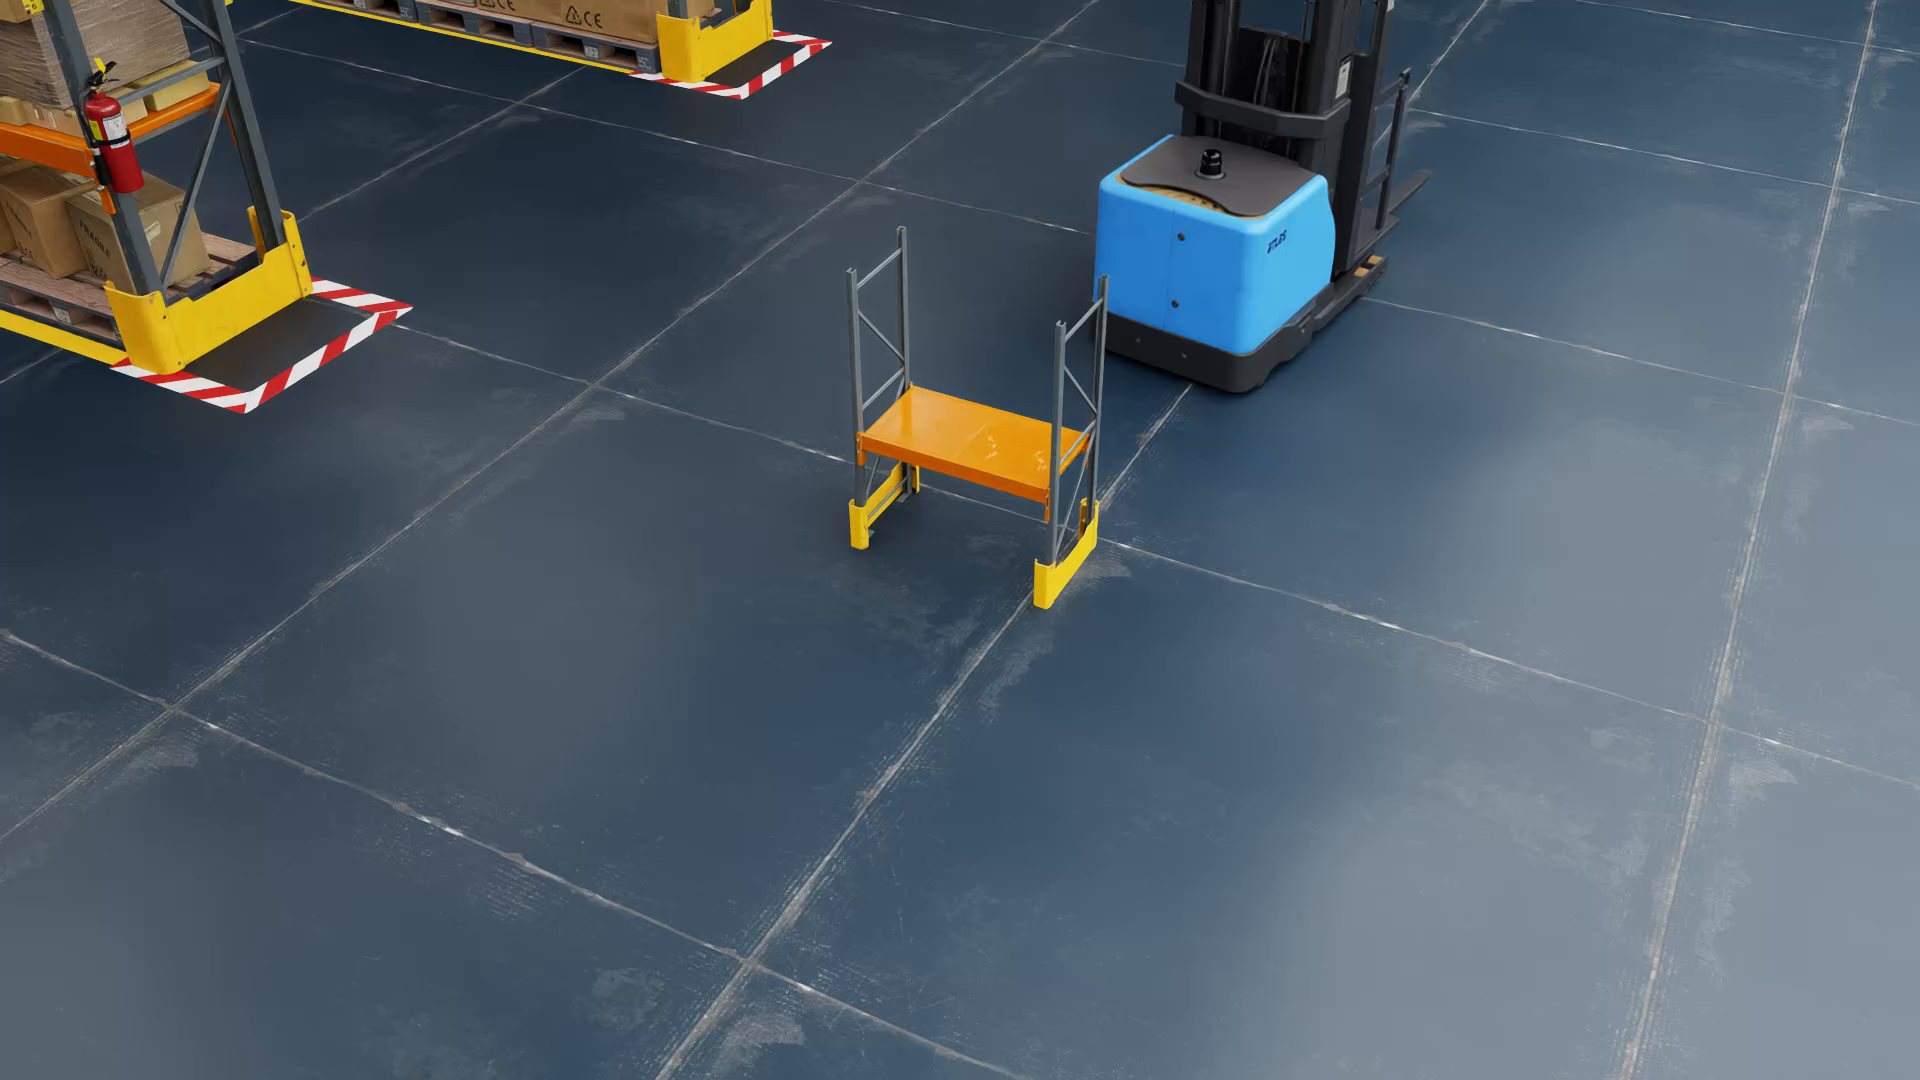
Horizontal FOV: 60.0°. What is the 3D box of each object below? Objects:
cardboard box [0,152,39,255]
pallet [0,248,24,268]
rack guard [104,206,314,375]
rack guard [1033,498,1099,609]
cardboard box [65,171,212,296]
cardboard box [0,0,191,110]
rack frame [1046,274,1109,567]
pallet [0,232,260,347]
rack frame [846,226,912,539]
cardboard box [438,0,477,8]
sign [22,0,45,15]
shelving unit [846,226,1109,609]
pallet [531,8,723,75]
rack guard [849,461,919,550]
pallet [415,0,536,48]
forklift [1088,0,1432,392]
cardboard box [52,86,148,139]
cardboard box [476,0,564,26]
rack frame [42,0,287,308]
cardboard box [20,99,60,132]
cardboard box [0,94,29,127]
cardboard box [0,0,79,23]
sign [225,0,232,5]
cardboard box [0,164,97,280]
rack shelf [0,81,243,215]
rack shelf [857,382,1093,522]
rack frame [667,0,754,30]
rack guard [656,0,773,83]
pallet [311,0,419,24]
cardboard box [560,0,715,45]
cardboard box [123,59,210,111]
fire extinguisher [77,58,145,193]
[{"bbox_3d":[-5.969,-2.149,10.321,0.500,0.500,0.500,21,42,26],"label":"cardboard box"},{"bbox_3d":[-6.181,-1.958,10.655,1.213,0.211,1.003,17,41,21],"label":"pallet"},{"bbox_3d":[-4.396,-1.489,9.798,0.348,0.500,1.175,17,41,21],"label":"rack guard"},{"bbox_3d":[0.510,0.060,7.964,0.087,0.250,0.587,17,41,21],"label":"rack guard"},{"bbox_3d":[-4.875,-1.817,9.883,0.500,0.500,0.500,25,44,29],"label":"cardboard box"},{"bbox_3d":[-4.804,-2.789,9.115,0.500,0.500,0.875,17,41,21],"label":"cardboard box"},{"bbox_3d":[0.527,-0.432,7.579,0.032,1.500,0.500,17,41,21],"label":"rack frame"},{"bbox_3d":[-5.101,-1.618,10.208,1.213,0.211,1.003,17,41,21],"label":"pallet"},{"bbox_3d":[-0.376,-0.715,7.951,0.032,1.500,0.500,17,41,21],"label":"rack frame"},{"bbox_3d":[-4.181,-5.070,13.858,0.875,0.875,0.875,18,41,22],"label":"cardboard box"},{"bbox_3d":[-4.602,-2.758,8.183,0.005,0.325,0.100,17,41,21],"label":"sign"},{"bbox_3d":[0.068,-0.576,7.769,1.083,1.500,0.587,17,41,21],"label":"shelving unit"},{"bbox_3d":[-2.704,-4.168,13.566,1.213,0.211,1.003,17,41,21],"label":"pallet"},{"bbox_3d":[-0.375,-0.217,8.329,0.087,0.250,0.587,17,41,21],"label":"rack guard"},{"bbox_3d":[-3.783,-4.507,14.014,1.213,0.211,1.003,17,41,21],"label":"pallet"},{"bbox_3d":[2.009,-2.830,9.554,1.130,2.935,3.031,23,43,27],"label":"forklift"},{"bbox_3d":[-4.677,-2.331,9.048,0.250,0.149,0.380,17,41,21],"label":"cardboard box"},{"bbox_3d":[-3.373,-4.816,13.523,0.875,0.875,0.875,17,40,21],"label":"cardboard box"},{"bbox_3d":[-4.329,-2.463,9.014,0.127,3.000,1.000,17,41,21],"label":"rack frame"},{"bbox_3d":[-4.898,-2.401,9.140,0.250,0.149,0.380,17,41,21],"label":"cardboard box"},{"bbox_3d":[-5.144,-2.443,9.196,0.250,0.149,0.380,17,41,21],"label":"cardboard box"},{"bbox_3d":[-4.931,-3.040,8.618,0.500,0.500,0.500,17,41,21],"label":"cardboard box"},{"bbox_3d":[-4.079,-3.099,9.136,0.005,0.325,0.100,17,41,21],"label":"sign"},{"bbox_3d":[-5.422,-1.965,10.078,0.500,0.500,0.500,29,46,33],"label":"cardboard box"},{"bbox_3d":[-6.105,-2.733,9.964,4.000,0.370,1.077,17,41,21],"label":"rack shelf"},{"bbox_3d":[0.076,-0.430,7.874,1.000,0.185,0.538,17,41,21],"label":"rack shelf"},{"bbox_3d":[-1.958,-5.098,12.485,0.127,3.000,1.000,17,41,21],"label":"rack frame"},{"bbox_3d":[-1.937,-4.096,13.232,0.348,0.500,1.175,17,41,21],"label":"rack guard"},{"bbox_3d":[-4.871,-4.846,14.460,1.213,0.211,1.003,17,41,21],"label":"pallet"},{"bbox_3d":[-2.590,-4.572,13.202,0.875,0.875,0.875,18,41,22],"label":"cardboard box"},{"bbox_3d":[-4.472,-2.570,9.363,0.250,0.149,0.380,17,41,21],"label":"cardboard box"},{"bbox_3d":[-4.439,-2.153,8.670,0.183,0.674,0.296,17,41,21],"label":"fire extinguisher"}]
